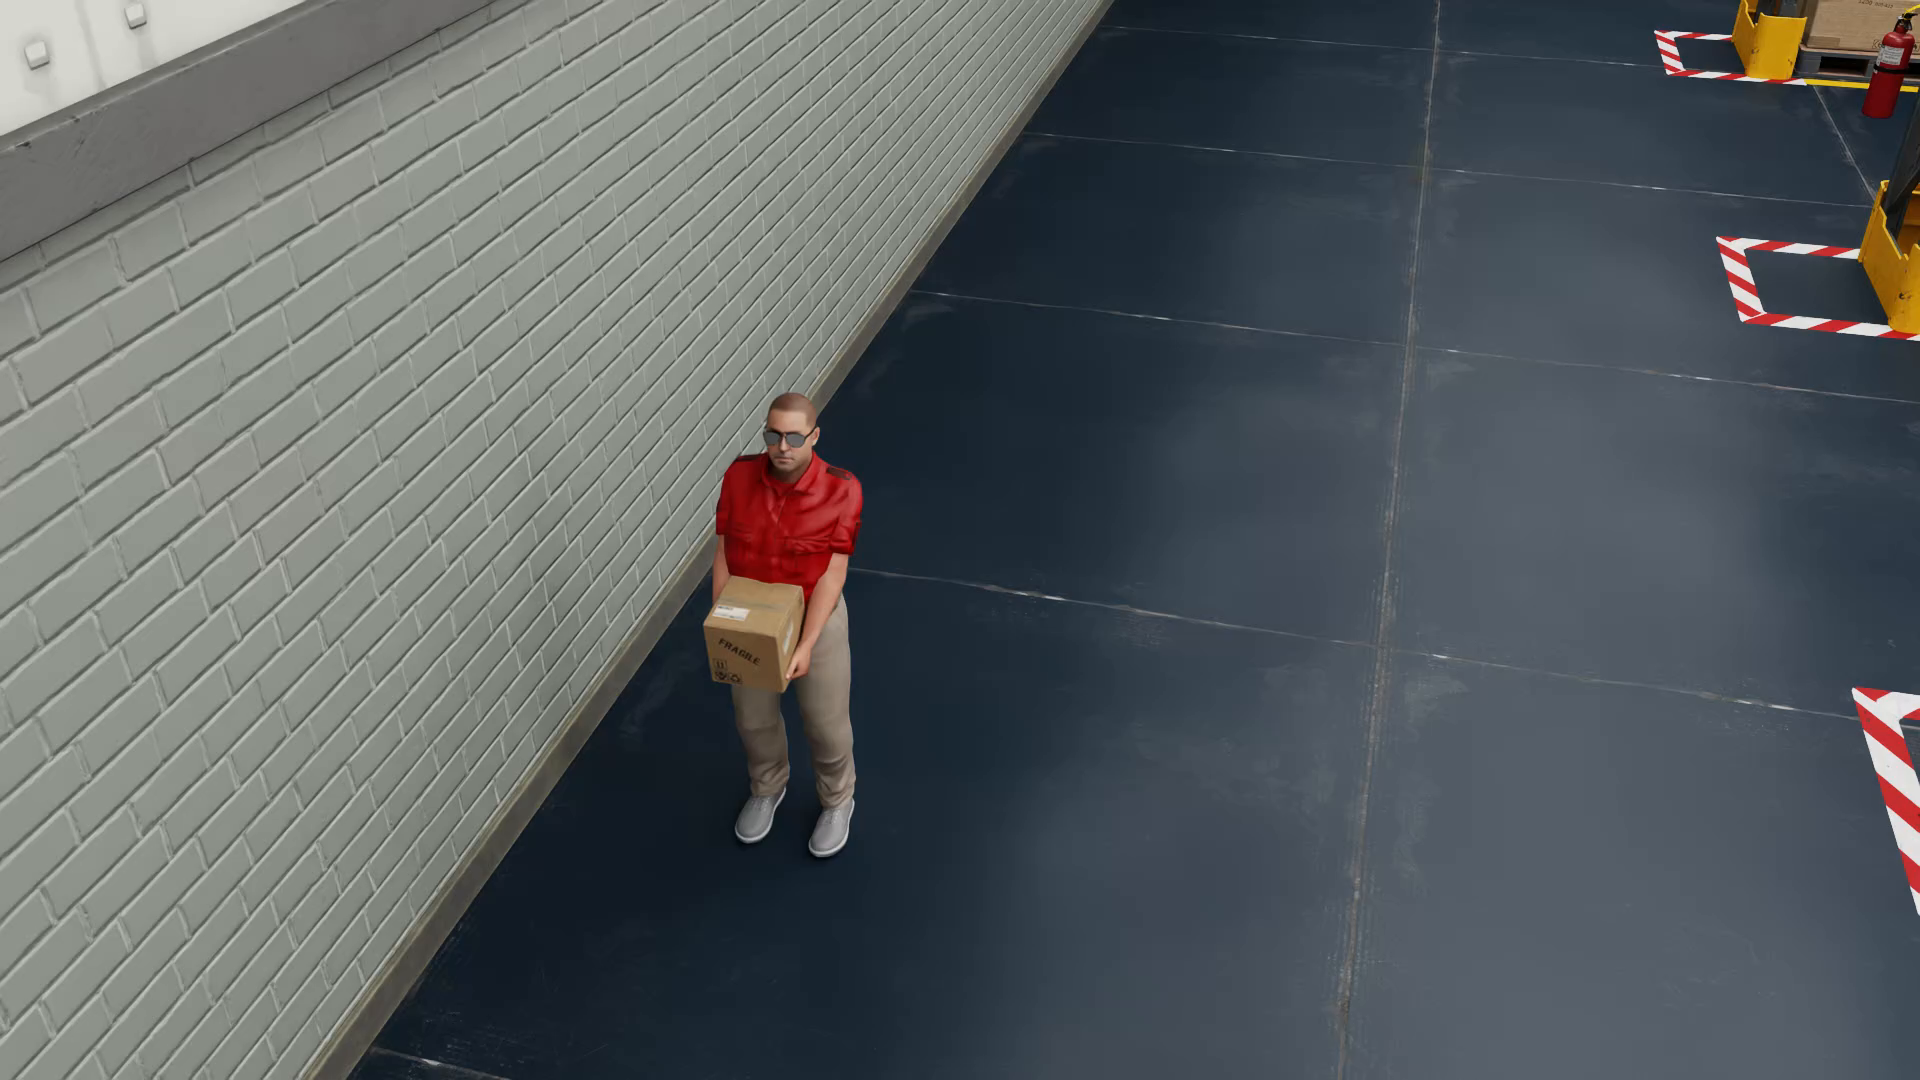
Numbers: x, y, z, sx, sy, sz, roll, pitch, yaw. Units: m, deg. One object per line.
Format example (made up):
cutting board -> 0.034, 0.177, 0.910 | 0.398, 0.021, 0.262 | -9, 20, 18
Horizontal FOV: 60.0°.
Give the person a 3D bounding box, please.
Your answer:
person -> -0.595, 0.350, 5.619 | 0.493, 1.712, 0.538 | 8, 34, 13
